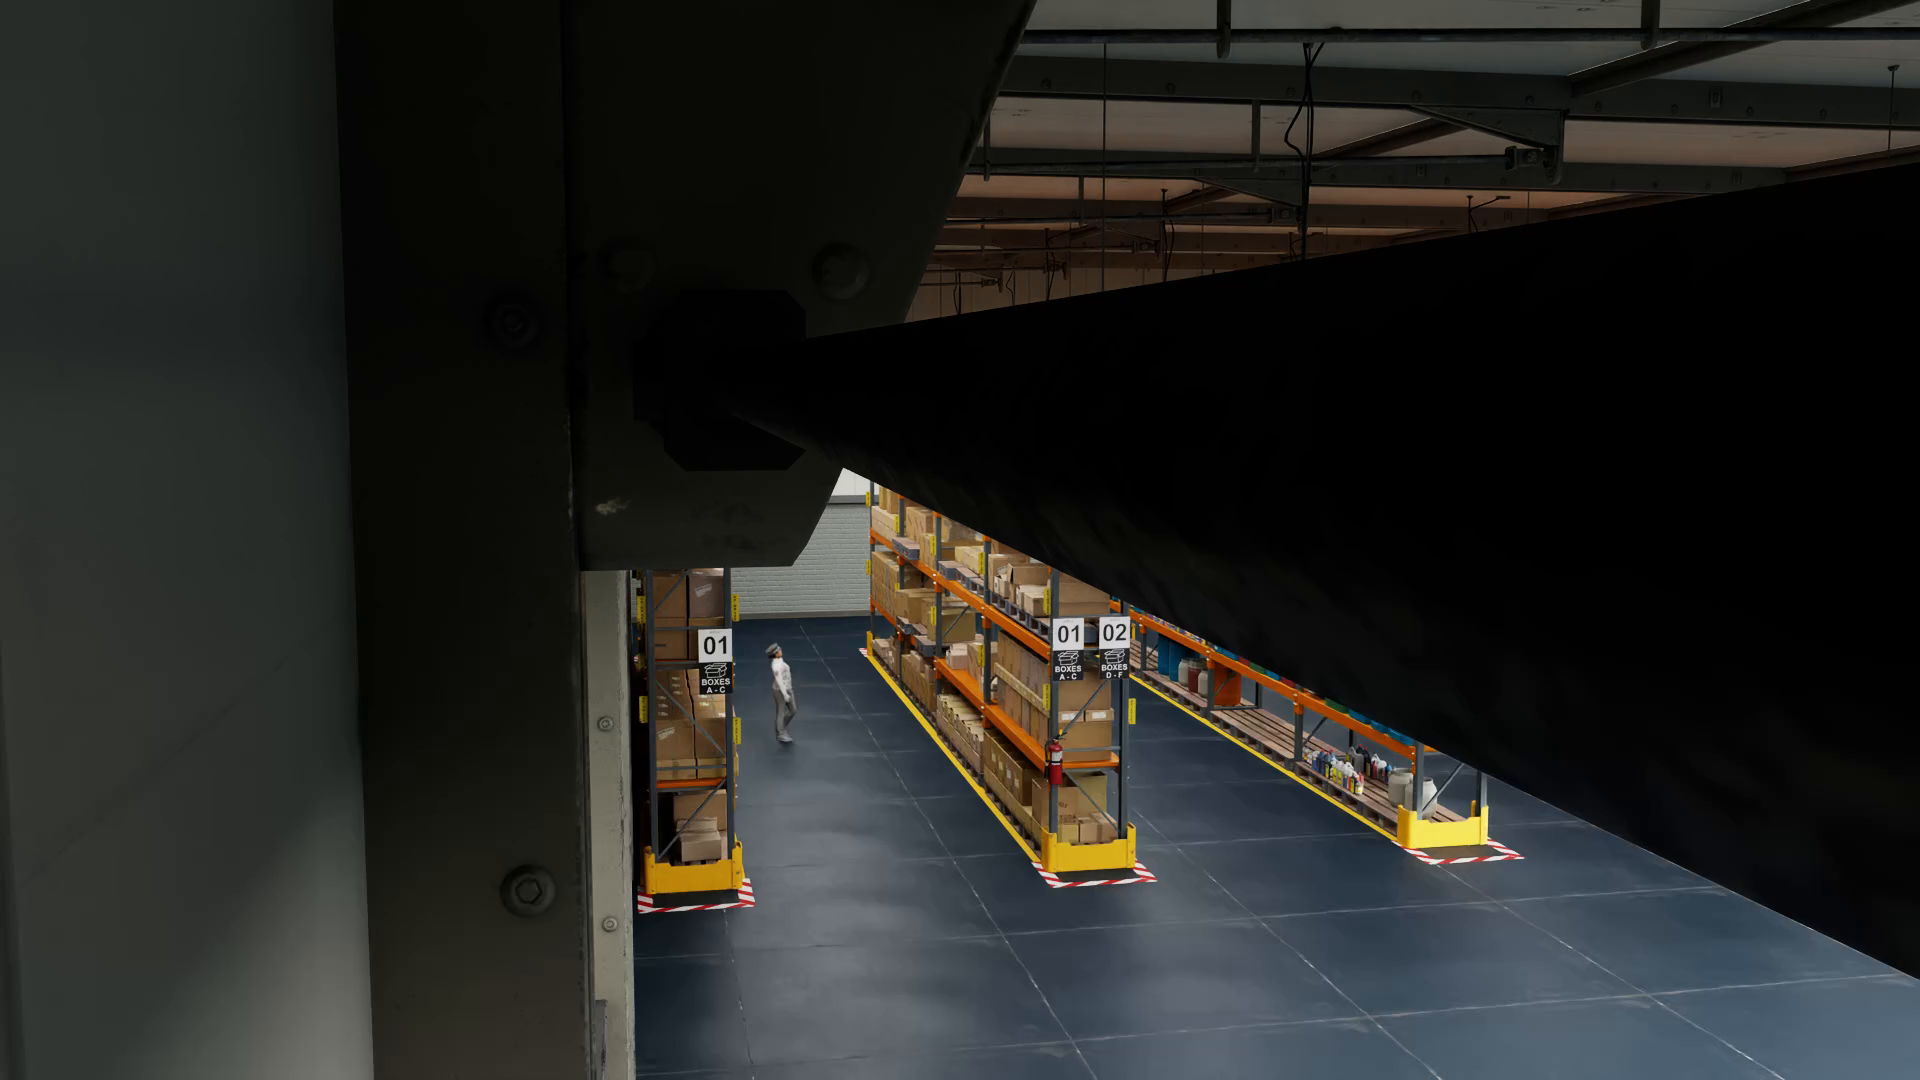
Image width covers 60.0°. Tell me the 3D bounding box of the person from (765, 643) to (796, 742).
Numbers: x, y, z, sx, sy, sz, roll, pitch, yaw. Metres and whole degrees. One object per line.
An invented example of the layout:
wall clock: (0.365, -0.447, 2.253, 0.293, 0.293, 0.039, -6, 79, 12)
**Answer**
person: (-3.026, 2.568, 28.190, 0.482, 1.697, 0.545, 2, 6, 17)
